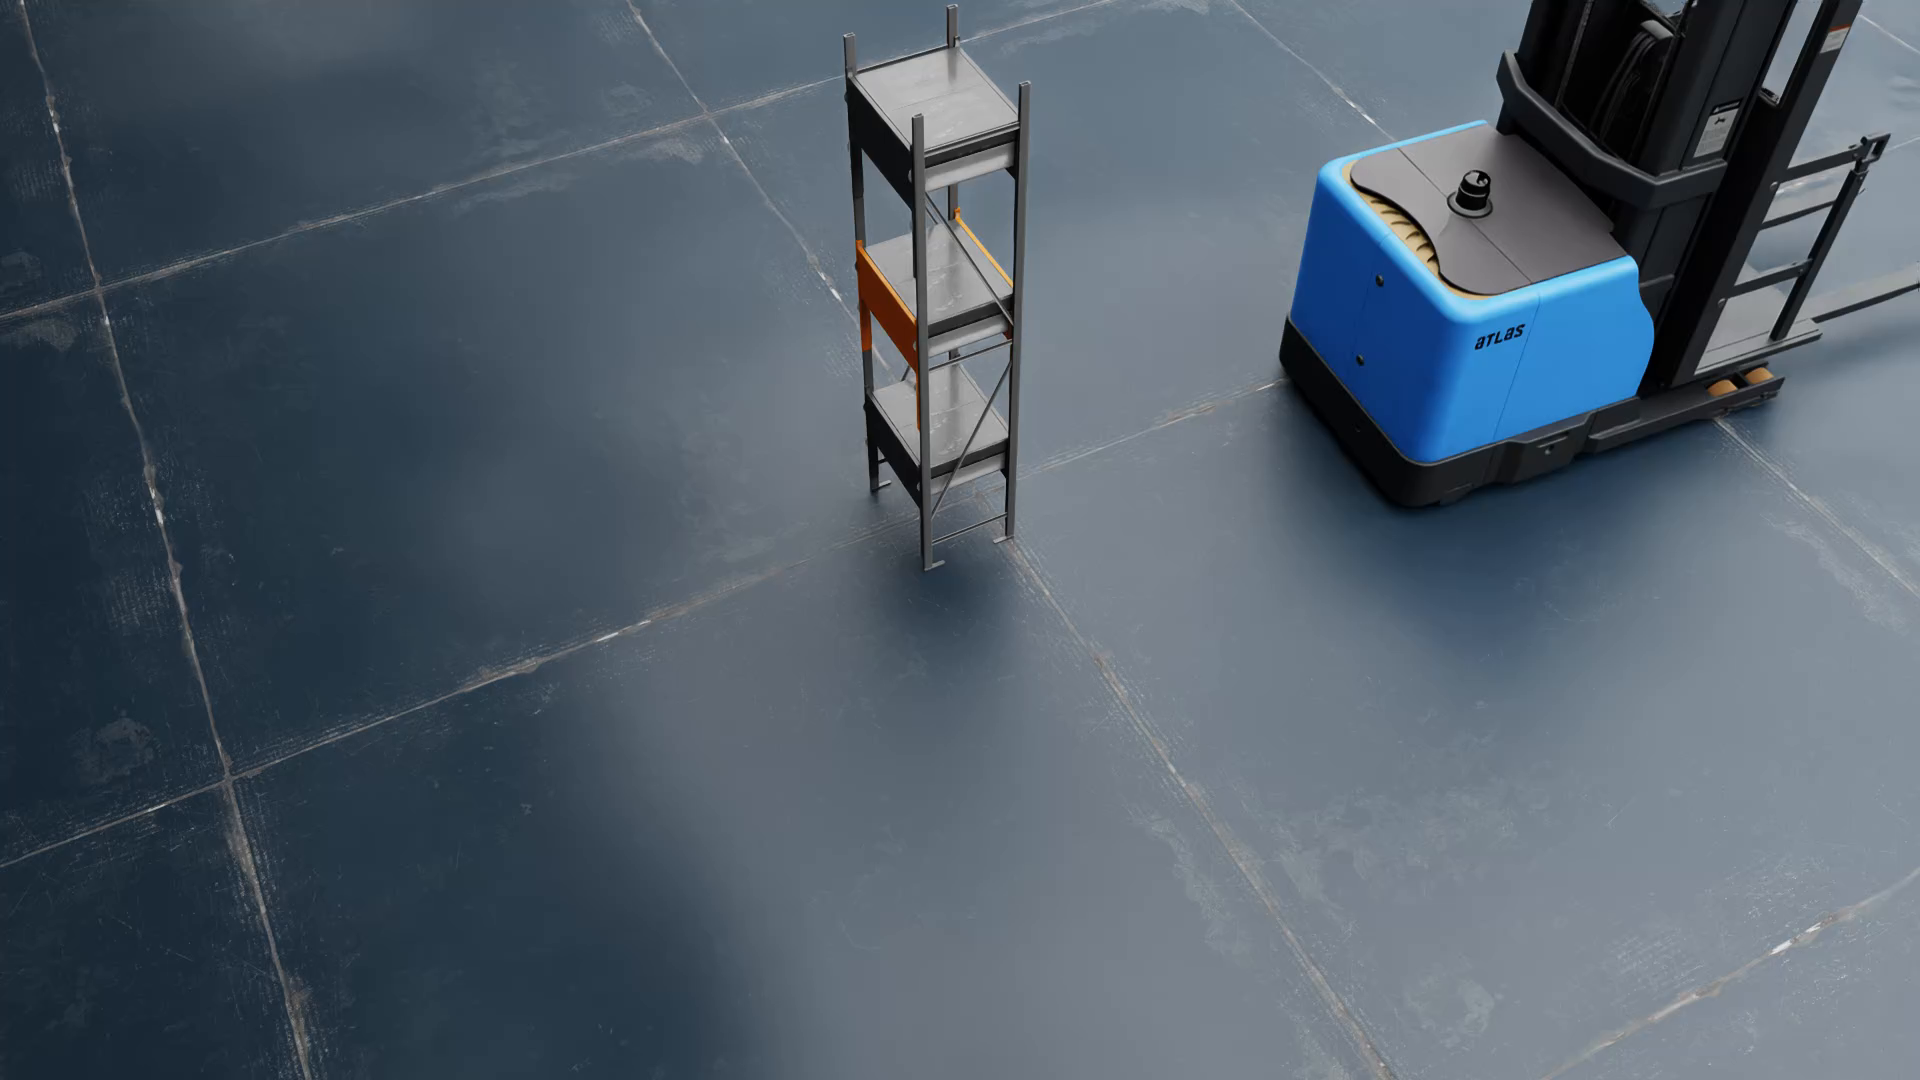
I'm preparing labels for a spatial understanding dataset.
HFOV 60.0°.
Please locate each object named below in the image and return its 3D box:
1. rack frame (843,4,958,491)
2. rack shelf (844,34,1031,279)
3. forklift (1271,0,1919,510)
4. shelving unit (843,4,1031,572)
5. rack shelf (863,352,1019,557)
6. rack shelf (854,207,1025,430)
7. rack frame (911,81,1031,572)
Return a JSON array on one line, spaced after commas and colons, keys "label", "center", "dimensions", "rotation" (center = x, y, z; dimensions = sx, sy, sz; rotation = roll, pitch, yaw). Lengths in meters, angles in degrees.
[{"label": "rack frame", "center": [-0.187, -0.965, 6.092], "dimensions": [0.400, 2.100, 0.015], "rotation": [-21, 52, -18]}, {"label": "rack shelf", "center": [-0.076, -1.254, 5.433], "dimensions": [0.431, 0.518, 0.480], "rotation": [-21, 52, -18]}, {"label": "forklift", "center": [2.917, -1.820, 6.288], "dimensions": [3.031, 2.935, 1.130], "rotation": [-18, 51, -15]}, {"label": "shelving unit", "center": [-0.076, -0.802, 5.949], "dimensions": [0.431, 2.100, 0.503], "rotation": [-21, 52, -18]}, {"label": "rack shelf", "center": [-0.076, -0.332, 6.486], "dimensions": [0.431, 0.518, 0.480], "rotation": [-21, 52, -18]}, {"label": "rack shelf", "center": [-0.076, -0.793, 5.959], "dimensions": [0.431, 0.518, 0.480], "rotation": [-21, 52, -18]}, {"label": "rack frame", "center": [0.036, -0.639, 5.806], "dimensions": [0.400, 2.100, 0.015], "rotation": [-21, 52, -18]}]
